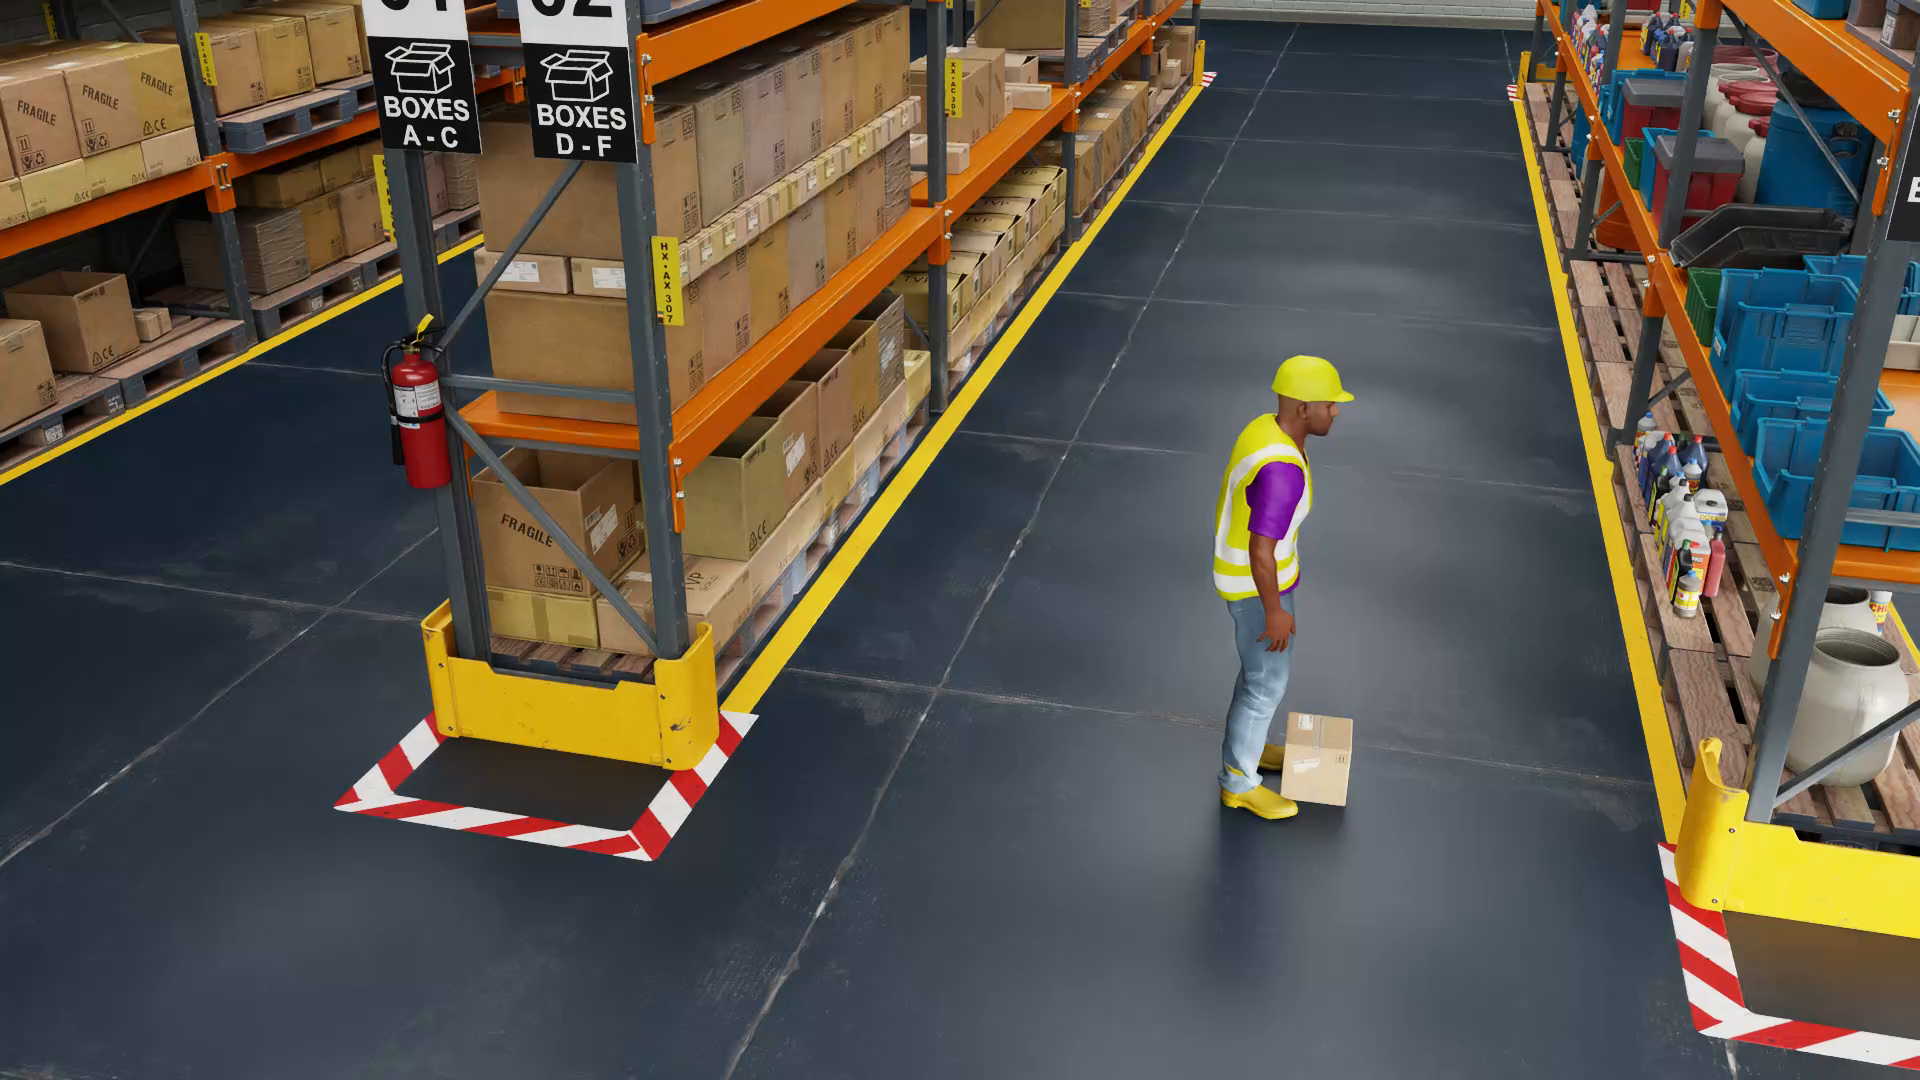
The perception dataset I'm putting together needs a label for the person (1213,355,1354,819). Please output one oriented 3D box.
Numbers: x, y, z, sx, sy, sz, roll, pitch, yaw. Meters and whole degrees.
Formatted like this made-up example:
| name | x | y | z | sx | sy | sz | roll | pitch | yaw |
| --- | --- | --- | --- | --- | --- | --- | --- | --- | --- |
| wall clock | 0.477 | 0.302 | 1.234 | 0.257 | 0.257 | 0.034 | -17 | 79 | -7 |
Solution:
| name | x | y | z | sx | sy | sz | roll | pitch | yaw |
| --- | --- | --- | --- | --- | --- | --- | --- | --- | --- |
| person | 1.177 | 0.153 | 6.266 | 0.458 | 1.756 | 0.634 | 5 | 26 | 10 |
